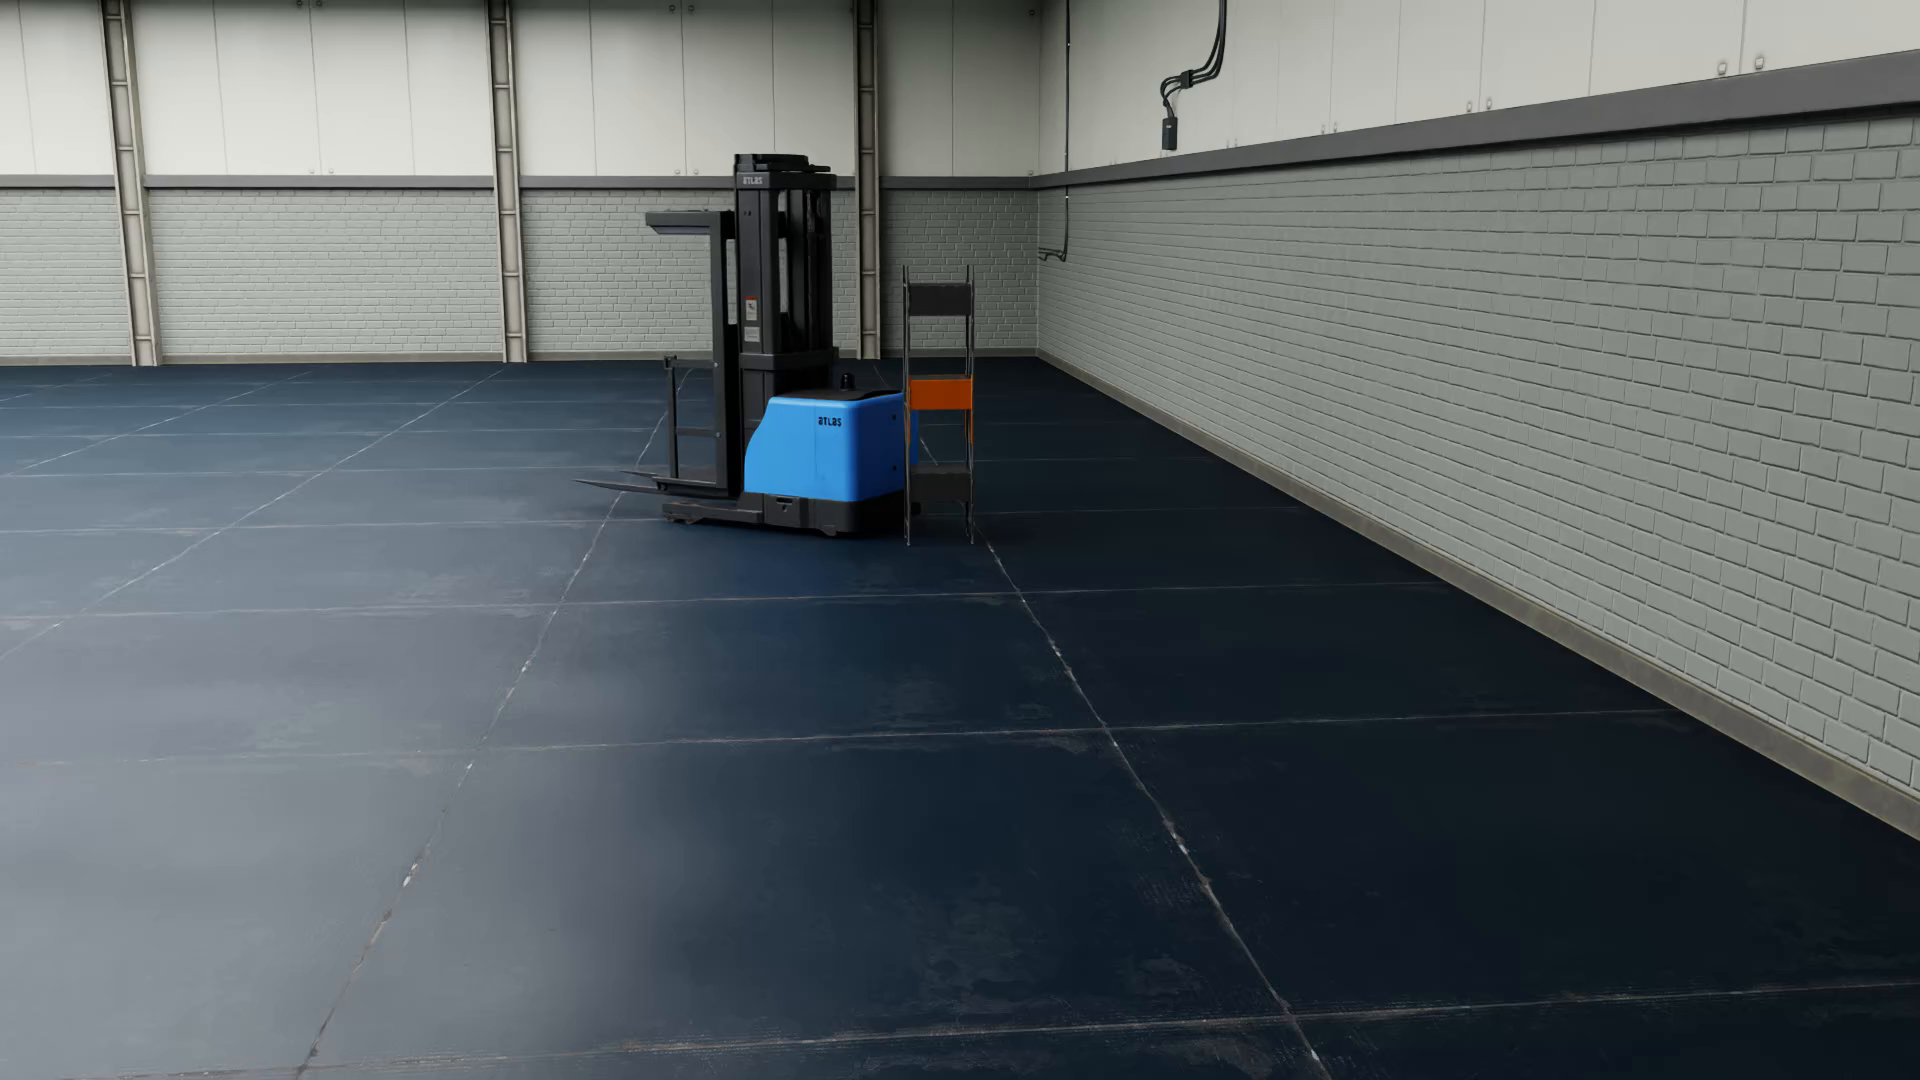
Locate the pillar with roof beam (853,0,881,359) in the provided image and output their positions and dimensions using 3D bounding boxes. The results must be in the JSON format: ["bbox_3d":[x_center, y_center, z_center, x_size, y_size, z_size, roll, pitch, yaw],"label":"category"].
[{"bbox_3d":[-1.124,-6.753,23.890,0.400,9.000,9.100,-1,11,-6],"label":"pillar with roof beam"}]

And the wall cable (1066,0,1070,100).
[{"bbox_3d":[1.774,-7.822,24.285,0.112,2.526,3.097,-1,11,-6],"label":"wall cable"}]

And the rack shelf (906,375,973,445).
[{"bbox_3d":[-0.165,-1.013,12.651,0.480,0.518,0.431,-1,11,-6],"label":"rack shelf"}]

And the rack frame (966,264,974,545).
[{"bbox_3d":[0.078,-1.032,12.674,0.015,2.100,0.400,-1,11,-6],"label":"rack frame"}]

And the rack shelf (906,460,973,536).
[{"bbox_3d":[-0.165,-0.327,12.786,0.480,0.518,0.431,-1,11,-6],"label":"rack shelf"}]

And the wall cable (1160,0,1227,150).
[{"bbox_3d":[2.492,-7.234,17.521,0.169,6.003,2.305,-1,11,-6],"label":"wall cable"}]

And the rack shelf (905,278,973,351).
[{"bbox_3d":[-0.165,-1.700,12.516,0.480,0.518,0.431,-1,11,-6],"label":"rack shelf"}]

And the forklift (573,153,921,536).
[{"bbox_3d":[-1.858,-1.649,13.657,3.031,2.935,1.130,6,13,29],"label":"forklift"}]

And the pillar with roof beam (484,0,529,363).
[{"bbox_3d":[-7.089,-6.628,23.254,0.400,9.000,9.100,-1,11,-6],"label":"pillar with roof beam"}]

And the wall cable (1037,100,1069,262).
[{"bbox_3d":[1.482,-5.863,27.411,0.112,2.526,3.097,-1,11,-6],"label":"wall cable"}]

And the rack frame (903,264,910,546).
[{"bbox_3d":[-0.407,-1.022,12.622,0.015,2.100,0.400,-1,11,-6],"label":"rack frame"}]

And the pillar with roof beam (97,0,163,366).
[{"bbox_3d":[-13.054,-6.503,22.619,0.400,9.000,9.100,-1,11,-6],"label":"pillar with roof beam"}]

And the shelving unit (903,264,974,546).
[{"bbox_3d":[-0.165,-1.027,12.648,0.503,2.100,0.431,-1,11,-6],"label":"shelving unit"}]
